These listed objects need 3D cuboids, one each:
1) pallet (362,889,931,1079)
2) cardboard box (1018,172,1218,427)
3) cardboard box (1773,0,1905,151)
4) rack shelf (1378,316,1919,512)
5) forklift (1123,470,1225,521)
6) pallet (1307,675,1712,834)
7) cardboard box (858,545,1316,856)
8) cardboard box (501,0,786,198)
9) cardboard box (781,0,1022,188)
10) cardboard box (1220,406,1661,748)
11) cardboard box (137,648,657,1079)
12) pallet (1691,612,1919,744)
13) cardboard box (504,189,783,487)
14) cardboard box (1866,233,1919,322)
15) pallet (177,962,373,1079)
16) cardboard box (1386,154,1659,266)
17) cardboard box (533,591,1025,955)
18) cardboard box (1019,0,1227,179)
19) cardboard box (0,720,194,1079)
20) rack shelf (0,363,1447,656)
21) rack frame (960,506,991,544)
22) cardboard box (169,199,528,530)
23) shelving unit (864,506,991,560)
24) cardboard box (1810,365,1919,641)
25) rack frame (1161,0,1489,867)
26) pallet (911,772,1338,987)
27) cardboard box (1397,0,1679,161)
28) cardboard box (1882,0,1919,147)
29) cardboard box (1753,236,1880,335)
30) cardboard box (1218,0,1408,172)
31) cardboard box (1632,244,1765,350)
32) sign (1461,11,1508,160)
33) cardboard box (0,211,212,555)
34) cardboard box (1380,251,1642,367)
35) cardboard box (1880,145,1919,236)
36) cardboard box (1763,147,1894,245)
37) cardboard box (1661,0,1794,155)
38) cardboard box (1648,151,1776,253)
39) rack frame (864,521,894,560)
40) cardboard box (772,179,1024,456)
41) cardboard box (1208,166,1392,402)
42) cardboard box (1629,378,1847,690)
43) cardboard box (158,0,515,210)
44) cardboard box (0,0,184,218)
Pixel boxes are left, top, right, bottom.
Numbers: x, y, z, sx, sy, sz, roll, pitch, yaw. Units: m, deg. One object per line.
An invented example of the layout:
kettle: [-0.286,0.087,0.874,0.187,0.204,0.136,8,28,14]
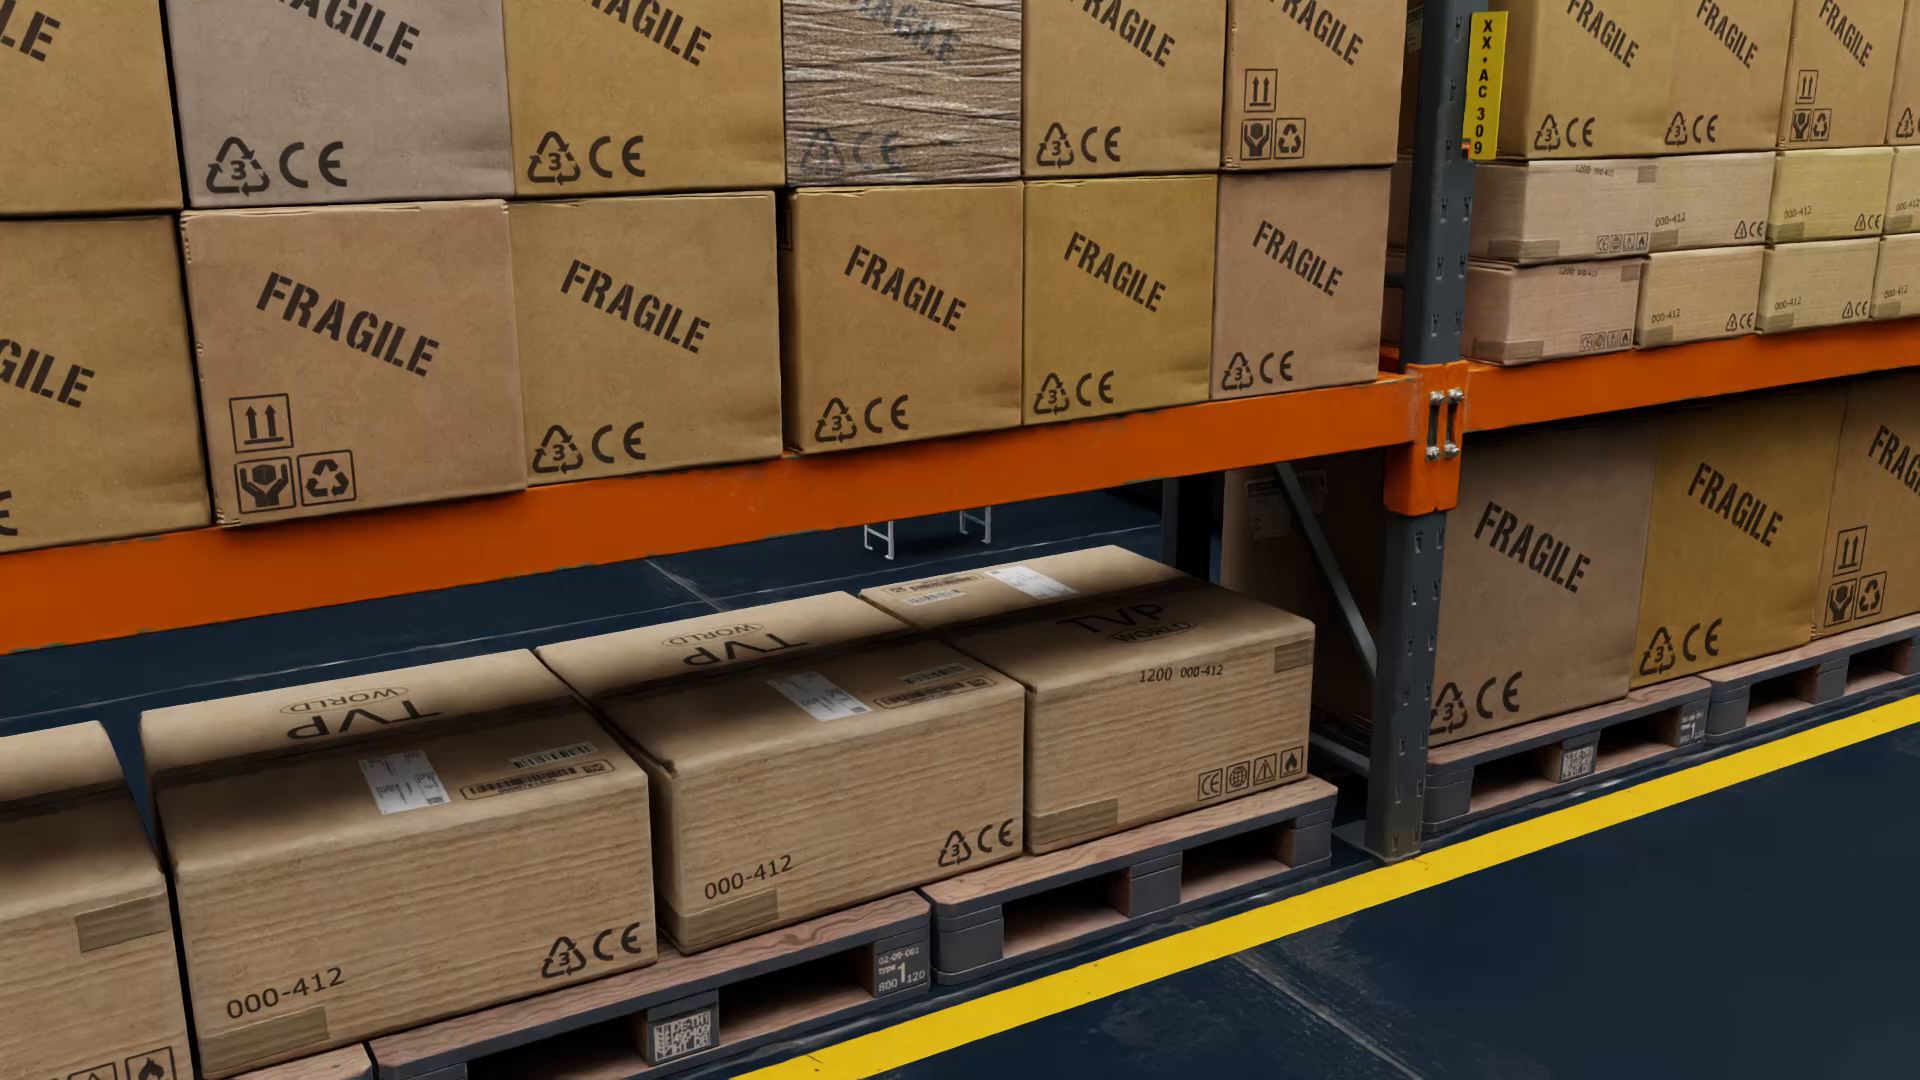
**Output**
pallet: [-0.827,0.889,3.847,1.213,0.211,1.003,-9,18,-30]
cardboard box: [0.208,-0.564,3.678,0.500,0.500,0.500,-10,18,-31]
cardboard box: [2.291,-1.382,4.746,0.500,0.500,0.500,-10,18,-31]
rack shelf: [2.627,-0.643,5.481,4.000,0.370,1.077,-9,18,-30]
forklift: [2.249,-1.730,8.151,3.031,2.935,1.130,-8,18,-27]
pallet: [1.535,0.506,5.213,1.213,0.211,1.003,-9,18,-30]
cardboard box: [0.319,0.382,4.458,0.875,0.438,0.875,-10,18,-31]
cardboard box: [-0.655,-0.903,3.035,0.500,0.500,0.500,-9,18,-29]
cardboard box: [-0.221,-0.970,3.276,0.500,0.500,0.500,-9,18,-29]
cardboard box: [1.402,0.004,4.995,0.875,0.875,0.875,-9,18,-28]
cardboard box: [-1.222,0.632,3.568,0.875,0.438,0.875,-9,18,-28]
pallet: [2.582,0.335,5.822,1.213,0.211,1.003,-9,18,-30]
cardboard box: [-0.672,-0.421,3.169,0.500,0.500,0.500,-9,18,-28]
cardboard box: [2.749,-0.847,5.152,0.500,0.250,0.500,-10,18,-31]
pallet: [-1.871,1.058,3.246,1.213,0.211,1.003,-9,18,-30]
cardboard box: [1.435,-0.876,4.330,0.500,0.250,0.500,-10,18,-31]
cardboard box: [-0.448,0.507,4.014,0.875,0.438,0.875,-10,18,-31]
cardboard box: [0.211,-1.043,3.537,0.500,0.500,0.500,-10,18,-31]
cardboard box: [-2.002,0.761,3.107,0.875,0.438,0.875,-10,18,-32]
rack shelf: [-0.802,-0.087,3.497,4.000,0.370,1.077,-9,18,-30]
rack frame: [0.067,-0.589,7.287,0.015,1.200,0.240,-9,18,-30]
cardboard box: [-1.093,-0.348,2.907,0.500,0.500,0.500,-9,18,-30]
shelving unit: [-0.142,-0.555,7.166,0.503,1.200,0.258,-9,18,-30]
cardboard box: [2.939,-0.247,5.893,0.875,0.875,0.875,-9,18,-29]
rack frame: [0.912,-0.712,4.392,0.127,3.000,1.000,-9,18,-30]
pallet: [0.220,0.718,4.456,1.213,0.211,1.003,-9,18,-30]
cardboard box: [1.437,-1.236,4.224,0.500,0.500,0.500,-9,18,-29]
cardboard box: [2.730,-1.456,5.008,0.500,0.500,0.500,-10,18,-31]
cardboard box: [2.316,-0.780,4.911,0.500,0.250,0.500,-9,18,-30]
cardboard box: [0.650,-1.112,3.781,0.500,0.500,0.500,-9,18,-30]
cardboard box: [1.868,-0.712,4.670,0.500,0.250,0.500,-10,18,-31]
sign: [1.199,-1.039,3.807,0.005,0.325,0.100,-9,18,-30]
cardboard box: [-1.538,-0.281,2.670,0.500,0.500,0.500,-10,18,-31]
cardboard box: [1.425,-0.640,4.412,0.500,0.250,0.500,-10,18,-31]
cardboard box: [2.746,-1.090,5.093,0.500,0.250,0.500,-10,18,-31]
cardboard box: [2.313,-1.019,4.840,0.500,0.250,0.500,-9,18,-29]
cardboard box: [1.859,-1.313,4.499,0.500,0.500,0.500,-9,18,-30]
cardboard box: [1.867,-0.955,4.612,0.500,0.250,0.500,-9,18,-29]
rack frame: [-0.351,-0.521,7.045,0.015,1.200,0.240,-9,18,-30]
cardboard box: [-0.215,-0.490,3.416,0.500,0.500,0.500,-10,18,-31]
cardboard box: [0.646,-0.636,3.937,0.500,0.500,0.500,-9,18,-29]
cardboard box: [2.173,-0.123,5.450,0.875,0.875,0.875,-9,18,-28]
cardboard box: [-1.082,-0.833,2.786,0.500,0.500,0.500,-9,18,-30]
cardboard box: [-1.519,-0.760,2.525,0.500,0.500,0.500,-10,18,-31]
